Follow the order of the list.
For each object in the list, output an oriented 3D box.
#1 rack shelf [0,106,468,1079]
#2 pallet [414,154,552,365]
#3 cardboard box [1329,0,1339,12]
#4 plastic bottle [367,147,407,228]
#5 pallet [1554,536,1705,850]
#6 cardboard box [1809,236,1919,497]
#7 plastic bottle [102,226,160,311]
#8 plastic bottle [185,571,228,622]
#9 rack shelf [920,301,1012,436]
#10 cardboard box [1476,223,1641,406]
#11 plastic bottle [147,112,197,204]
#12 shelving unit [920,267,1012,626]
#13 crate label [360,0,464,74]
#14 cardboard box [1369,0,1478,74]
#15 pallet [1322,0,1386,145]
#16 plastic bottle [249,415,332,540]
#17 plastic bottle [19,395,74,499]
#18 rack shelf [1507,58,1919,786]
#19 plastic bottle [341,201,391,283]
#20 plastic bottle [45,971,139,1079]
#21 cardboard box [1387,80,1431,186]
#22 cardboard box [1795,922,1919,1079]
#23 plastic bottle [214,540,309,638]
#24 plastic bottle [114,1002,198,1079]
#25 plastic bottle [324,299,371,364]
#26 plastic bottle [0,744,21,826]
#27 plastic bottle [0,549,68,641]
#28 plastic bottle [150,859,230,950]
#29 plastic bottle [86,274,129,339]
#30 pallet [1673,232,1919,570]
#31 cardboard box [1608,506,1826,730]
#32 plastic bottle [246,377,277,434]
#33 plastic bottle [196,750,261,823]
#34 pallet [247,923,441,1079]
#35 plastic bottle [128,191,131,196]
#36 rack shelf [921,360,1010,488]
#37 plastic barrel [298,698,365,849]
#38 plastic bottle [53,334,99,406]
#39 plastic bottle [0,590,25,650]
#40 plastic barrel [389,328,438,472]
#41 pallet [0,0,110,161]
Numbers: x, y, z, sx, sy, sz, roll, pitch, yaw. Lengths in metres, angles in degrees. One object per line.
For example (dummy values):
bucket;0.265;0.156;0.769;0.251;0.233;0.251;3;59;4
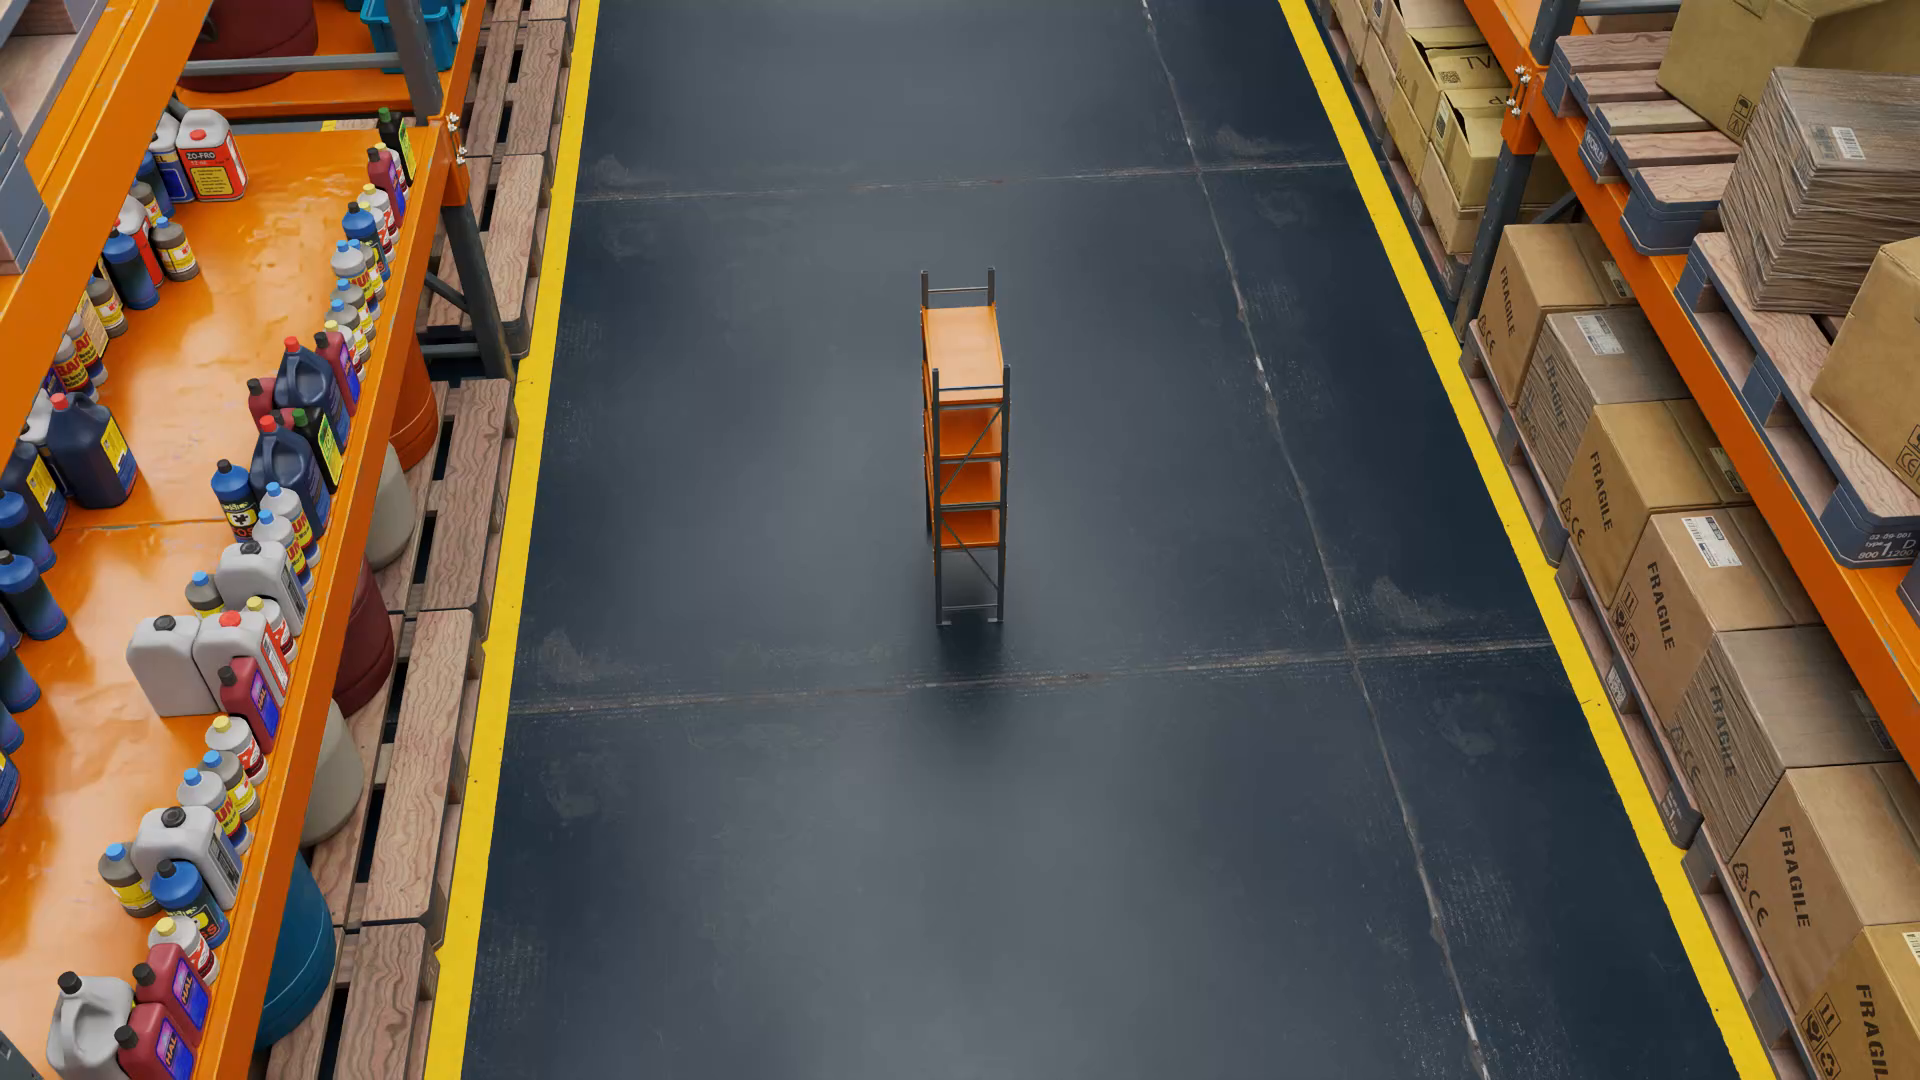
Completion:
rack shelf;-2.164;0.064;4.618;1.077;0.370;4.000;-3;47;-3
pallet;-2.358;-1.234;7.273;1.003;0.211;1.213;-3;47;-3
cardboard box;2.144;-2.970;8.601;0.500;0.250;0.500;-5;47;-5
plastic bottle;-1.853;-1.156;5.359;0.061;0.283;0.133;-3;47;-3
pallet;2.729;0.454;5.675;1.003;0.211;1.213;-3;47;-3
cardboard box;2.730;-0.488;4.288;0.700;0.500;0.500;-14;48;-13
plastic bottle;-2.536;-0.836;5.065;0.097;0.271;0.097;0;47;0
plastic bottle;-1.875;0.158;4.171;0.097;0.201;0.097;0;47;0
rack shelf;0.014;-0.563;5.416;0.258;0.148;0.480;-3;47;-3
cardboard box;2.358;-0.873;6.430;0.500;0.500;0.500;-2;47;-2
plastic bottle;-2.617;-1.255;5.458;0.152;0.276;0.135;-3;47;-3
shelving unit;0.014;-0.293;5.701;0.258;1.200;0.503;-3;47;-3
crate label;-1.993;-1.900;6.099;0.303;0.233;0.416;-3;47;-3
cardboard box;2.226;-2.425;7.699;0.500;0.311;0.500;-4;47;-4
pallet;2.476;-2.448;8.423;1.003;0.211;1.213;-3;47;-3
plastic bottle;-1.778;-0.171;4.380;0.144;0.351;0.185;-3;47;-3
plastic bottle;-2.501;-0.251;4.507;0.152;0.276;0.135;-3;47;-3
rack shelf;2.772;-0.234;4.901;1.077;0.370;4.000;-3;47;-3
plastic bottle;-1.845;-0.926;5.150;0.097;0.271;0.097;0;47;0
plastic bottle;-1.706;0.977;3.292;0.144;0.351;0.185;-3;47;-3
cardboard box;2.271;-1.866;7.556;0.500;0.250;0.500;-4;47;-4
cardboard box;2.613;1.334;4.339;0.500;0.500;0.500;-4;47;-4
plastic bottle;-1.753;0.111;4.164;0.152;0.276;0.135;-3;47;-3
plastic bottle;-1.602;1.013;3.305;0.061;0.283;0.133;-3;47;-3
plastic bottle;-1.813;-0.621;4.909;0.097;0.201;0.097;0;47;0
plastic bottle;-2.271;0.493;3.751;0.144;0.351;0.185;-3;47;-3
plastic bottle;-2.332;0.127;4.152;0.097;0.271;0.097;0;47;0
plastic bottle;-1.649;0.768;3.545;0.097;0.271;0.097;0;47;0
plastic bottle;-2.585;-0.712;4.995;0.097;0.201;0.097;0;47;0
pallet;2.772;-0.456;4.748;1.003;0.211;1.213;-3;47;-3
cardboard box;2.493;0.246;5.370;0.500;0.500;0.500;-5;47;-5
plastic bottle;-1.905;-0.354;4.599;0.061;0.283;0.133;-3;47;-3
plastic bottle;-1.677;0.554;3.797;0.097;0.201;0.097;0;47;0
pallet;-2.020;1.662;4.530;1.003;0.211;1.213;-3;47;-3
plastic bottle;-2.635;-1.016;5.227;0.061;0.283;0.133;-3;47;-3
rack shelf;0.014;-0.400;5.587;0.258;0.148;0.480;-3;47;-3
plastic barrel;-2.043;0.654;4.989;0.421;0.512;0.421;0;47;0
plastic bottle;-2.558;-0.499;4.745;0.097;0.271;0.097;0;47;0
plastic bottle;-2.455;0.147;4.130;0.152;0.276;0.135;-3;47;-3
plastic barrel;-2.274;-0.675;6.029;0.600;0.830;0.708;-3;47;-3
pallet;-2.258;-1.084;3.275;1.003;0.211;1.213;-3;47;-3
